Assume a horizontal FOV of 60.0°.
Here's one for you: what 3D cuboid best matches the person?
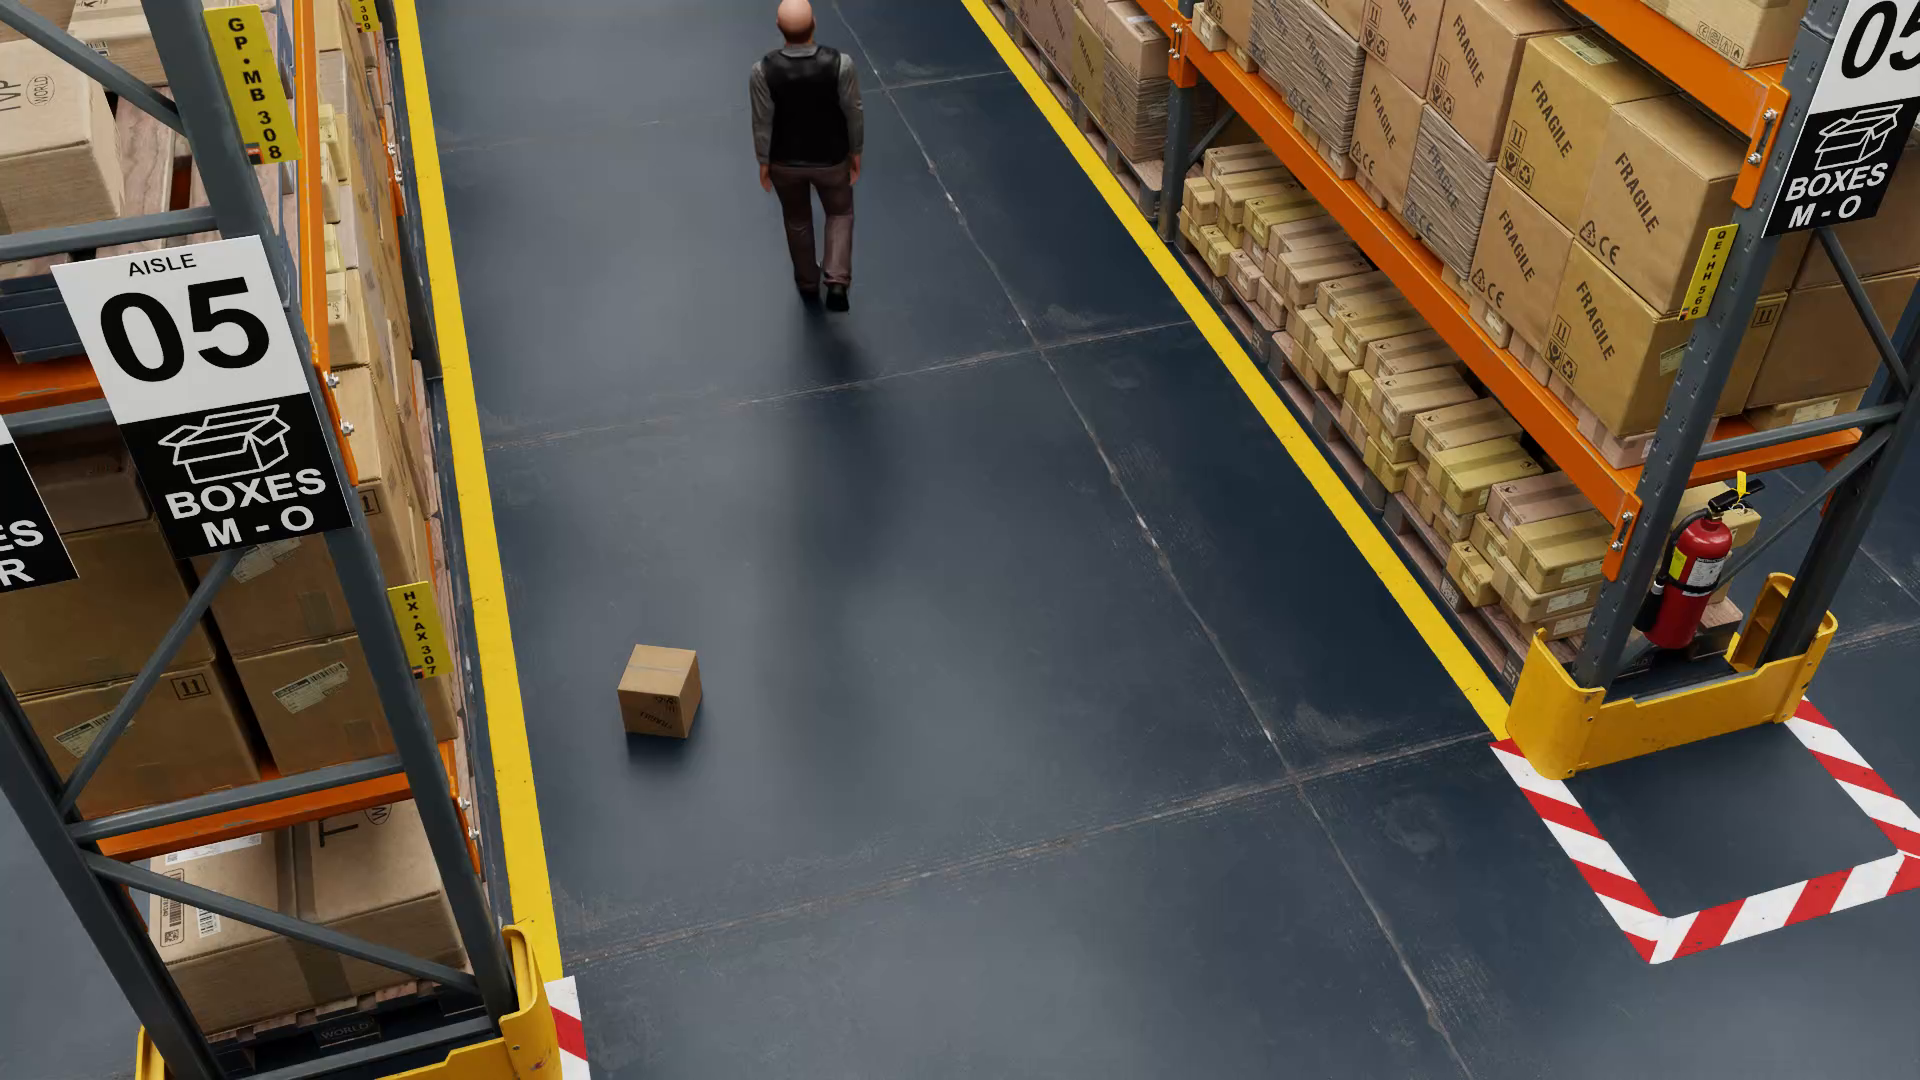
[{"bbox_3d":[-0.740,-1.884,8.254,0.542,1.703,0.697,-4,42,-4],"label":"person"}]
